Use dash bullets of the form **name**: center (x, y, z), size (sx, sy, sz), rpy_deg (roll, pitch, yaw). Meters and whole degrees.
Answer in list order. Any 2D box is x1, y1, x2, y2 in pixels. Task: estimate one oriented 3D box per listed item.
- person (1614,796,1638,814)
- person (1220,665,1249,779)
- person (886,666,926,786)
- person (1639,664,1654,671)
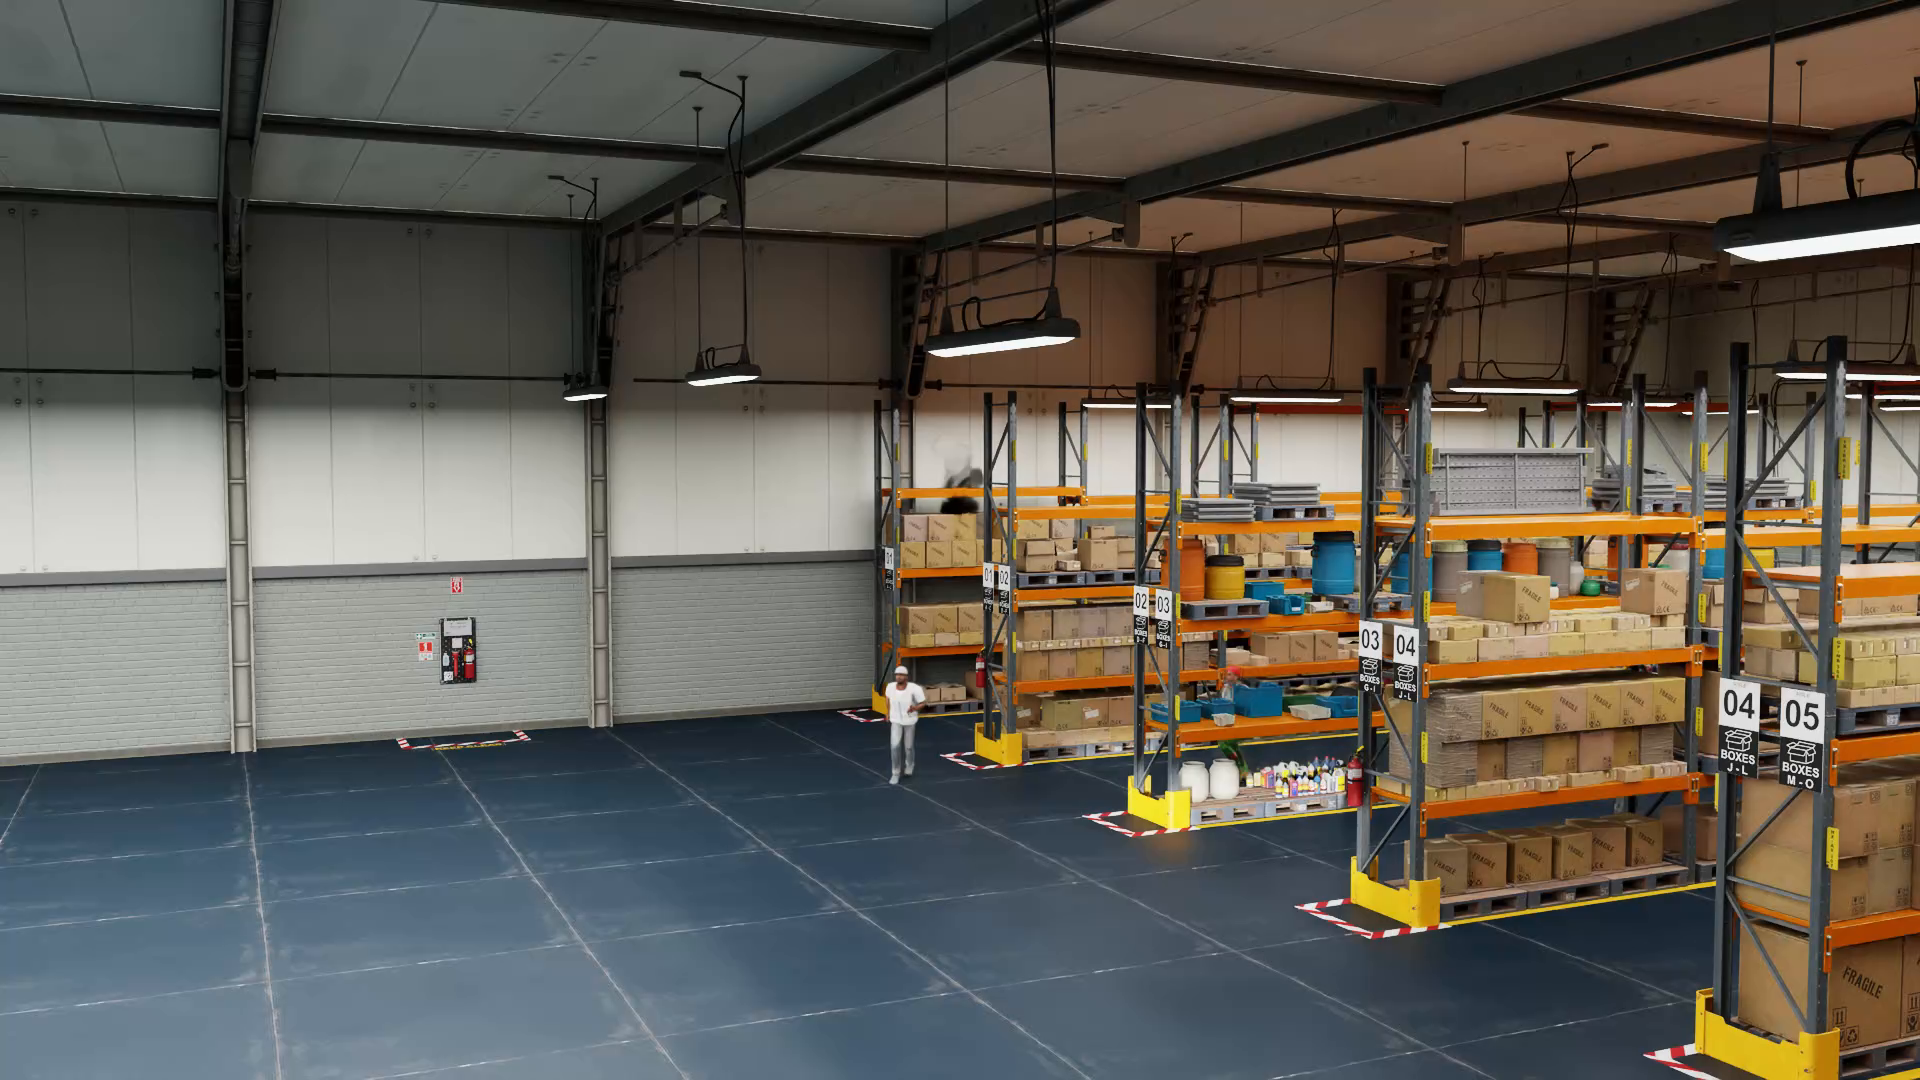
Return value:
- **person**: center (9.114, 2.946, 22.818), size (0.768, 1.841, 0.645), rpy_deg (-2, 4, -31)
- **person**: center (4.133, 2.803, 25.339), size (0.692, 1.784, 0.628), rpy_deg (-1, 4, -24)
- **person**: center (-0.838, 2.808, 25.393), size (0.663, 1.806, 0.824), rpy_deg (1, 3, 9)
- **person**: center (12.467, 2.564, 30.127), size (0.799, 1.732, 0.553), rpy_deg (-2, 4, -36)
